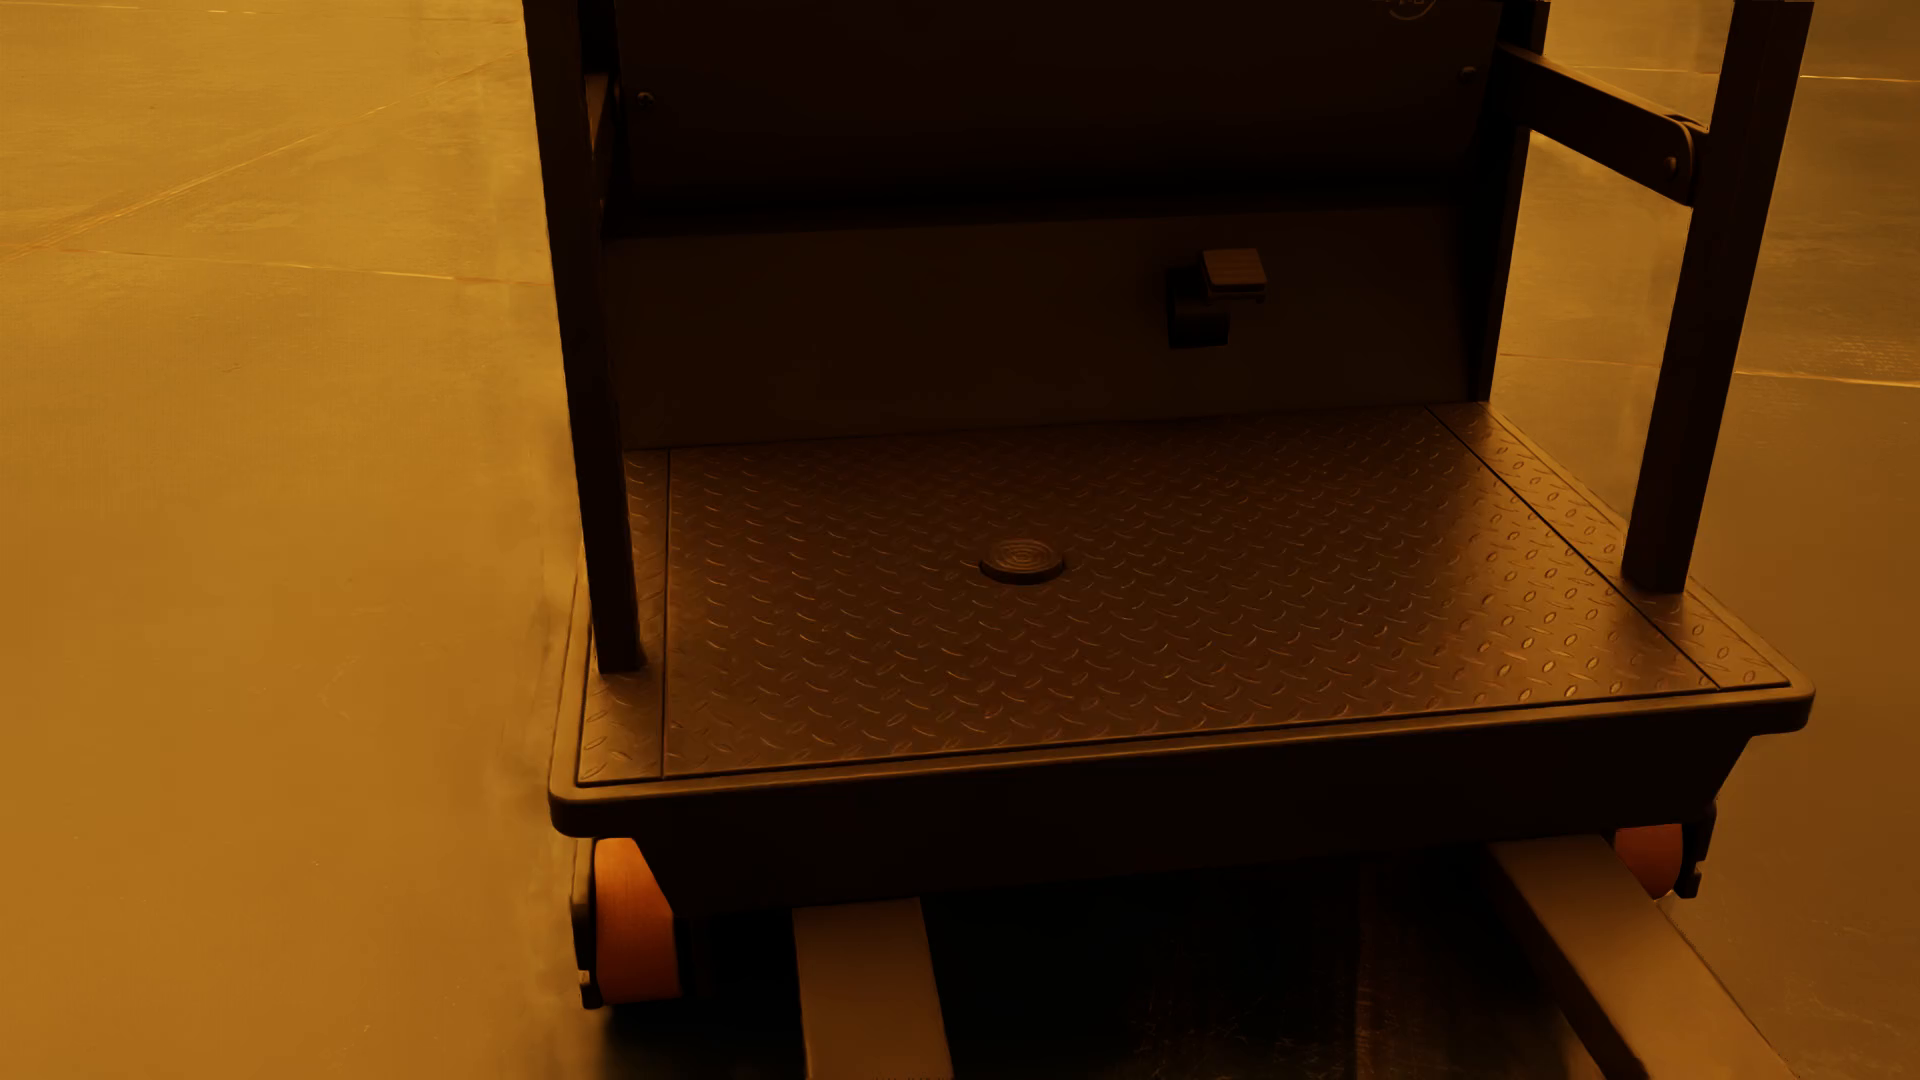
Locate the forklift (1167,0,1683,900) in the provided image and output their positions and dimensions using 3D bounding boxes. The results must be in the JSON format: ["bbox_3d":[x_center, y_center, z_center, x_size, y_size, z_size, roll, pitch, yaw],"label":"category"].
[{"bbox_3d":[0.140,-1.031,1.290,1.121,2.935,3.031,-4,27,-8],"label":"forklift"}]
